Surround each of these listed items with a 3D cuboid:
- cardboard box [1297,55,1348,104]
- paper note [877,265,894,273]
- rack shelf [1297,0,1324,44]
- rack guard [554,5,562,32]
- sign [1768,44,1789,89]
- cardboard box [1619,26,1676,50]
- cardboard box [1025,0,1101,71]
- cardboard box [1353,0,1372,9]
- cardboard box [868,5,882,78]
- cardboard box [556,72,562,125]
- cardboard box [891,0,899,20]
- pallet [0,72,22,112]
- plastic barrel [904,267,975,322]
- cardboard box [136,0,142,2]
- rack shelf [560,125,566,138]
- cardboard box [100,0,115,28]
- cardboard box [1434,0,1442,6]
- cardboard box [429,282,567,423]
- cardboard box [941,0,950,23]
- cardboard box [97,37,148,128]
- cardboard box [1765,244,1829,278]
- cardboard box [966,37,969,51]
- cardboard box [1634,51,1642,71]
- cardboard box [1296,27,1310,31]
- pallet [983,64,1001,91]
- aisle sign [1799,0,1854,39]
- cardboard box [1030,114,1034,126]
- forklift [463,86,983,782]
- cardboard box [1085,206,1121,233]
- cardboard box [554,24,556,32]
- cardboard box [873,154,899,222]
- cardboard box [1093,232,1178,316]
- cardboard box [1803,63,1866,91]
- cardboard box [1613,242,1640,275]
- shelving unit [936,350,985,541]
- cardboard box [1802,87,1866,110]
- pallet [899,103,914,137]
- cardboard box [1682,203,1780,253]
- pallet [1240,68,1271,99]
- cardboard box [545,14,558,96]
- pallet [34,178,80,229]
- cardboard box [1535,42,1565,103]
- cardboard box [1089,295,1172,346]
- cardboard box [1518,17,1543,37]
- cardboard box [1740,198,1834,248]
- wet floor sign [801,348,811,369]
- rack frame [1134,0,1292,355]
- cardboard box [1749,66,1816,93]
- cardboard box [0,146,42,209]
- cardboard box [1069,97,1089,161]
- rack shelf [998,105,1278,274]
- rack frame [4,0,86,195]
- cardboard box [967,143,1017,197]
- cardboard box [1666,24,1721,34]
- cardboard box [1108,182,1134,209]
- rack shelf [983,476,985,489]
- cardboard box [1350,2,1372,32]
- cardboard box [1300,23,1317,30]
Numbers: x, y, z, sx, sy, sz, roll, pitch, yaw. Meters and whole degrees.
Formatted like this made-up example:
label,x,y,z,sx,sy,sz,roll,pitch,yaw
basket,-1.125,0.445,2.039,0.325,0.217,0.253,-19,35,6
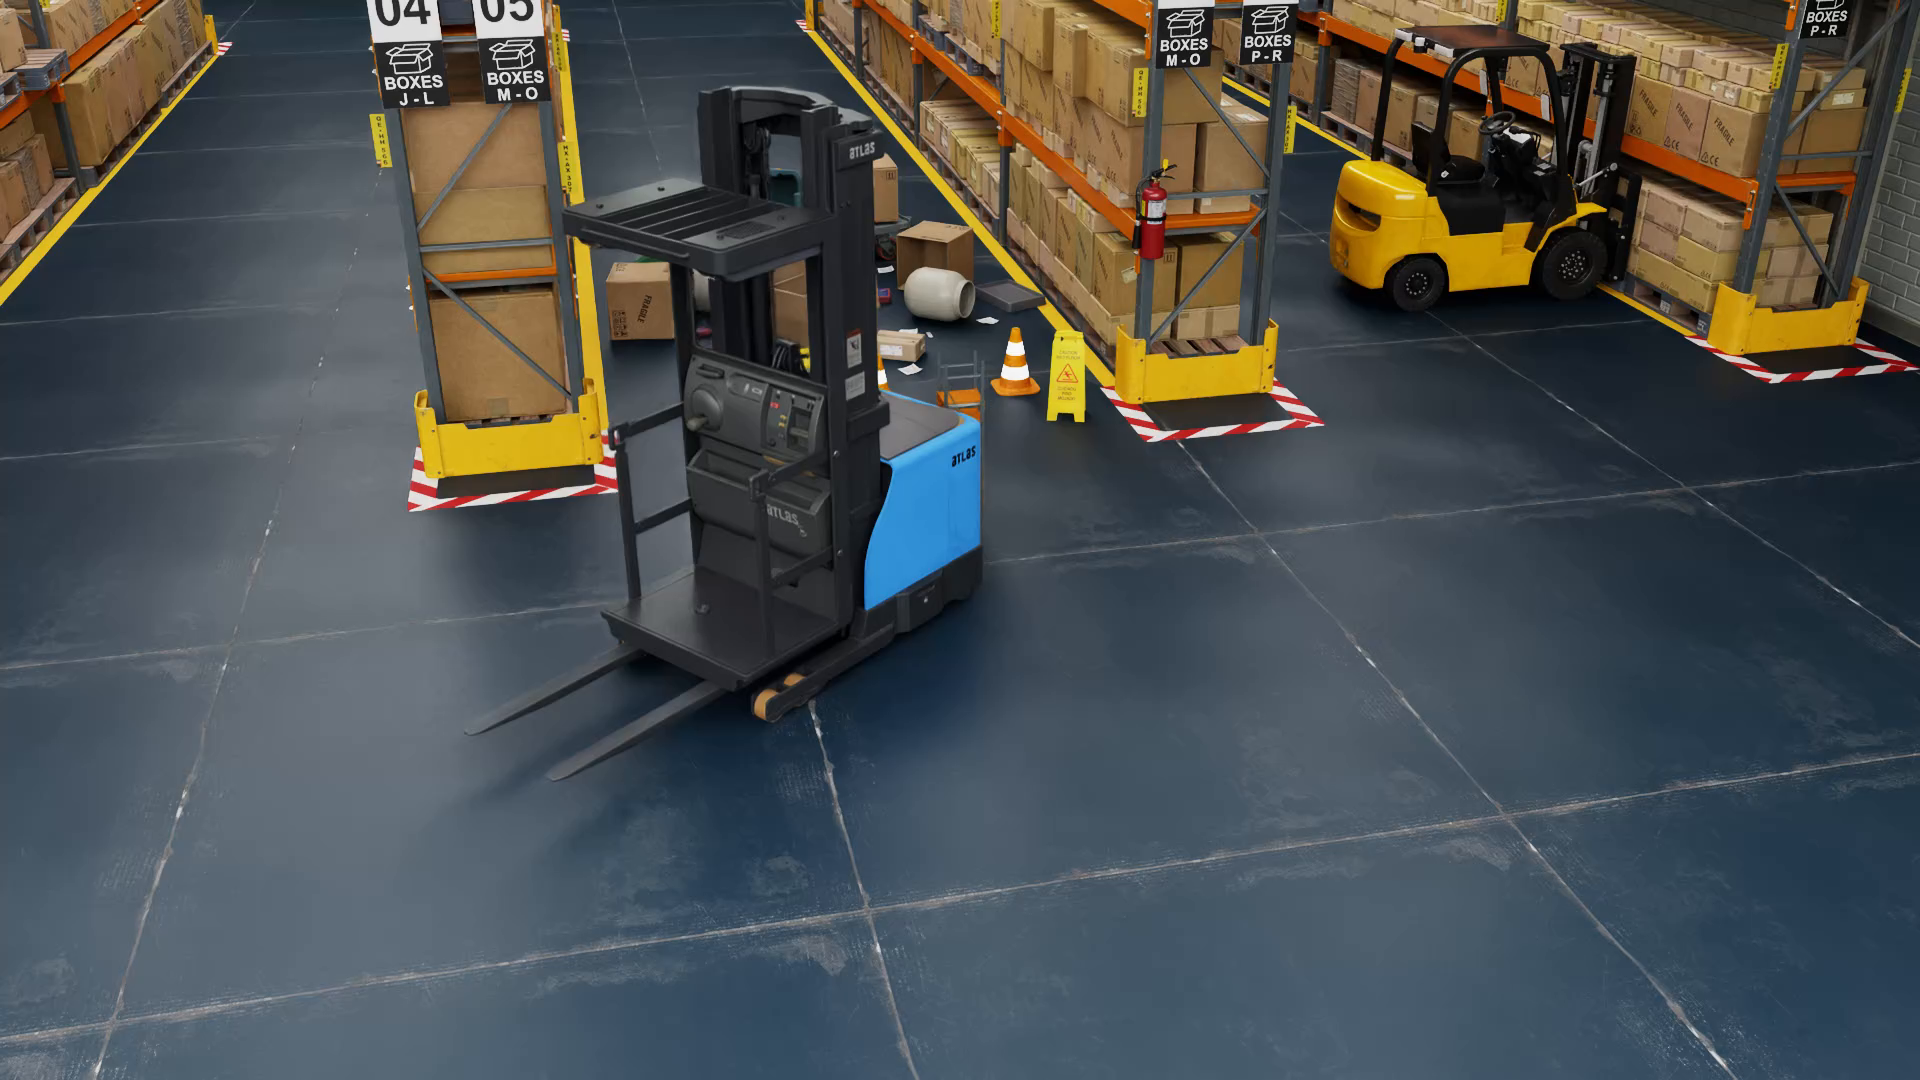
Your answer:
label,x,y,z,sx,sy,sz,roll,pitch,yaw
cardboard box,4.499,-5.687,20.496,0.500,0.500,0.500,-5,27,-10
paper note,-0.673,-2.458,15.086,0.148,0.019,0.142,-6,27,-12
rack shelf,4.353,-7.008,21.604,1.077,0.370,4.000,-6,27,-12
rack guard,-6.617,-7.761,25.072,1.175,0.500,0.348,-6,27,-12
sign,6.074,-3.513,12.333,0.100,0.325,0.005,-6,27,-12
cardboard box,5.929,-4.327,14.333,0.380,0.149,0.250,-6,27,-11
cardboard box,0.938,-4.149,13.590,0.700,0.500,0.500,-7,28,-13
cardboard box,4.777,-6.168,18.753,0.500,0.250,0.500,-5,27,-10
cardboard box,-0.716,-6.677,22.041,0.875,0.875,0.875,-5,27,-10
cardboard box,-3.787,-3.945,14.627,0.500,0.500,0.500,-6,27,-11
cardboard box,-0.529,-6.297,19.563,0.500,0.250,0.500,-5,27,-11
pallet,-9.201,-3.989,15.037,1.003,0.211,1.213,-6,27,-12
plastic barrel,-0.169,-2.037,13.815,0.512,0.421,0.421,13,30,24
cardboard box,-10.331,-6.747,20.567,0.380,0.149,0.250,-6,27,-11
rack shelf,-4.381,-4.199,16.040,1.077,0.370,4.000,-6,27,-12
cardboard box,-9.987,-6.116,18.927,0.500,0.500,0.500,-6,27,-12
cardboard box,5.145,-5.605,17.194,0.380,0.149,0.250,-7,28,-13
cardboard box,-3.246,-1.417,11.619,0.875,0.875,0.875,-6,27,-11
cardboard box,0.095,-5.629,17.166,0.500,0.500,0.500,-5,27,-11
cardboard box,-10.222,-5.263,19.241,1.225,0.875,0.875,-7,28,-13
cardboard box,6.703,-2.350,13.607,0.500,0.250,0.500,-5,27,-11
cardboard box,0.269,-4.912,16.466,0.380,0.149,0.250,-6,27,-12
cardboard box,5.974,-4.077,14.167,0.380,0.149,0.250,-6,27,-12
cardboard box,4.265,-6.470,21.328,0.380,0.149,0.250,-6,27,-12
pallet,0.839,-4.454,15.959,1.003,0.211,1.213,-6,27,-12
aisle sign,6.335,-4.041,12.042,0.394,0.787,0.004,-6,27,-12
cardboard box,0.825,-3.687,14.506,0.380,0.149,0.250,-6,27,-12
forklift,-1.176,-0.638,8.261,1.130,2.935,3.031,20,33,34
cardboard box,1.188,-2.497,12.903,0.380,0.149,0.250,-5,27,-10
cardboard box,-6.156,-7.513,24.504,0.380,0.149,0.250,-5,27,-10
cardboard box,-0.858,-3.218,15.230,0.500,0.500,0.500,-6,27,-12
cardboard box,1.337,-2.054,12.743,0.500,0.500,0.500,-6,27,-11
cardboard box,6.739,-3.575,12.844,0.380,0.149,0.250,-6,27,-13
cardboard box,5.986,-2.513,14.486,0.500,0.250,0.500,-6,27,-11
shelving unit,0.003,-0.529,9.967,0.258,1.200,0.189,-6,27,-12
cardboard box,6.783,-3.449,12.923,0.380,0.149,0.250,-7,28,-13
pallet,-0.136,-5.055,20.030,1.003,0.211,1.213,-6,27,-12
cardboard box,6.199,-2.516,13.382,0.500,0.250,0.500,-5,27,-10
pallet,4.401,-6.073,22.047,1.003,0.211,1.213,-6,27,-12
cardboard box,-3.643,-3.797,13.078,0.875,0.550,0.550,-6,27,-12
pallet,-9.512,-3.351,16.655,1.003,0.211,1.213,-6,27,-12
cardboard box,5.684,-4.292,15.313,0.500,0.500,0.500,-5,27,-11
cardboard box,1.321,-1.732,12.937,0.500,0.250,0.500,-6,27,-12
cardboard box,5.520,-4.863,15.725,0.380,0.149,0.250,-6,27,-12
cardboard box,6.682,-2.576,13.500,0.500,0.250,0.500,-6,27,-12
wet floor sign,-1.093,-1.024,11.563,0.267,0.644,0.232,-11,29,-20
rack frame,1.771,-2.434,11.743,1.000,3.000,0.127,-6,27,-12
cardboard box,6.320,-3.542,12.778,0.380,0.149,0.250,-6,27,-11
cardboard box,-9.379,-3.485,16.112,0.700,0.500,0.500,-8,28,-16
cardboard box,1.163,-3.262,12.942,0.500,0.500,0.500,-6,27,-12
rack shelf,1.320,-2.990,13.644,1.077,0.370,4.000,-6,27,-12
rack frame,-9.687,-4.939,16.707,1.000,3.000,0.127,-6,27,-12
cardboard box,0.584,-3.749,16.799,0.950,0.372,0.625,-4,27,-8
cardboard box,6.355,-4.373,14.424,0.380,0.149,0.250,-5,27,-10
cardboard box,1.313,-2.564,12.279,0.380,0.149,0.250,-6,27,-12
rack shelf,0.003,-0.382,10.041,0.258,0.103,0.180,-6,27,-12
cardboard box,4.774,-5.943,18.863,0.500,0.250,0.500,-7,28,-13
cardboard box,4.646,-6.635,21.655,0.380,0.149,0.250,-6,27,-11
